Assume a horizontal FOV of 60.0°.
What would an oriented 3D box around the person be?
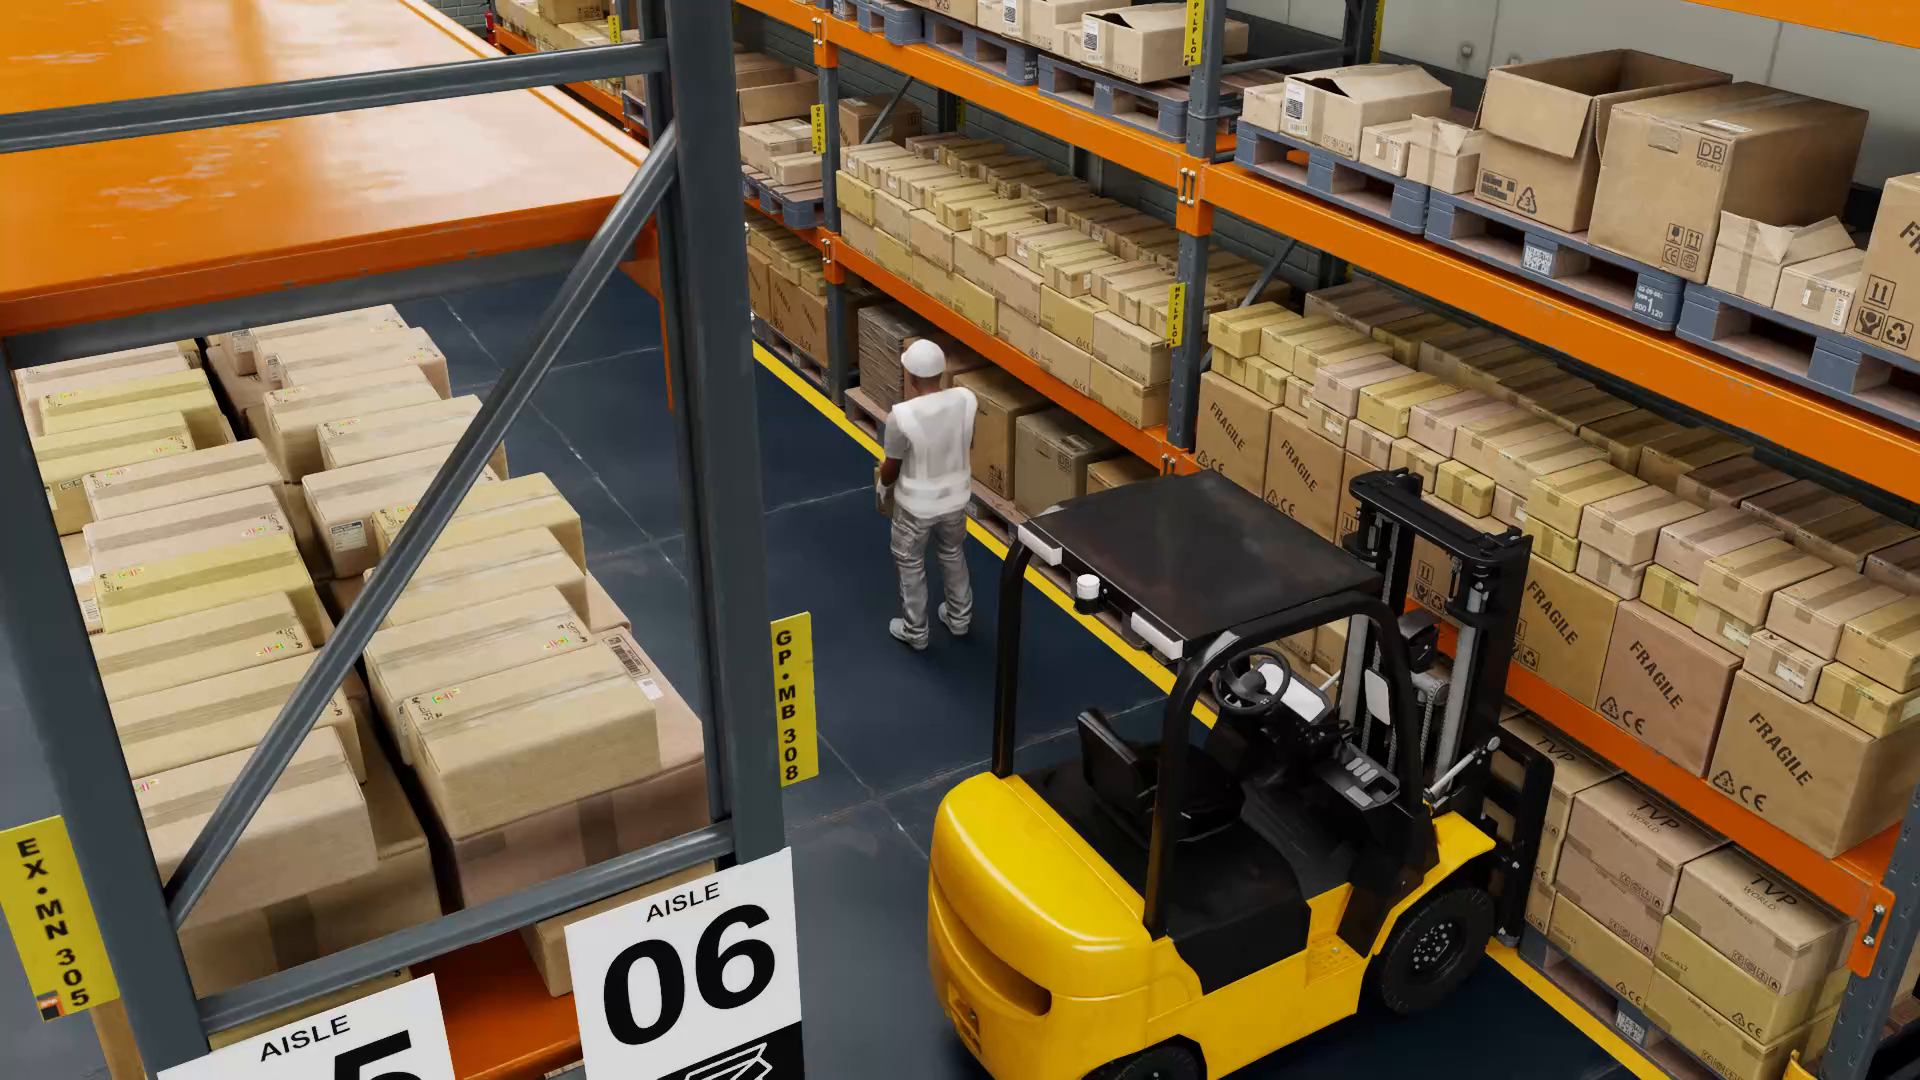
[{"bbox_3d":[-0.184,-0.252,9.001,0.555,1.787,0.469,-16,33,-27],"label":"person"}]
